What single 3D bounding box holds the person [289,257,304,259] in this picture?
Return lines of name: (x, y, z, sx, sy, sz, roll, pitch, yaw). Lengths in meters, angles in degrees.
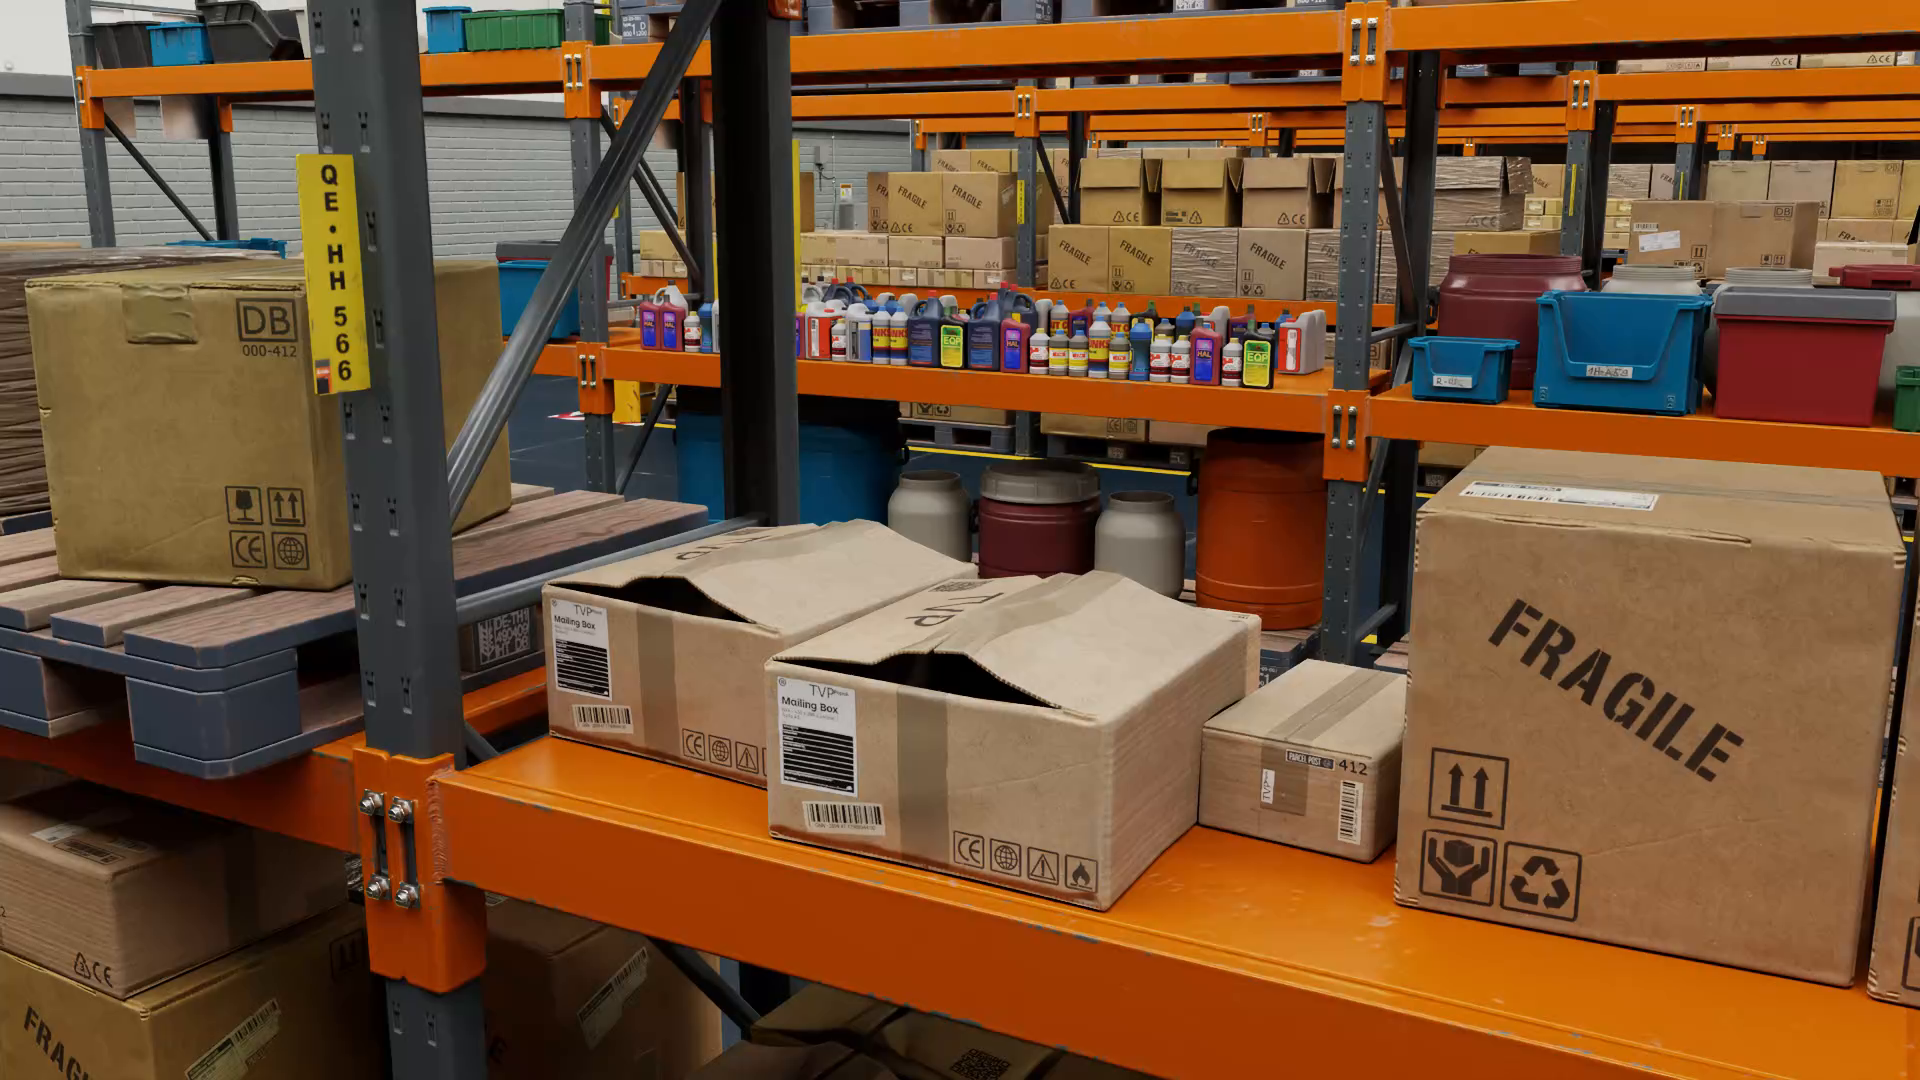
person: (-3.526, -0.639, 8.905, 0.598, 1.736, 1.063, -11, 16, -40)
